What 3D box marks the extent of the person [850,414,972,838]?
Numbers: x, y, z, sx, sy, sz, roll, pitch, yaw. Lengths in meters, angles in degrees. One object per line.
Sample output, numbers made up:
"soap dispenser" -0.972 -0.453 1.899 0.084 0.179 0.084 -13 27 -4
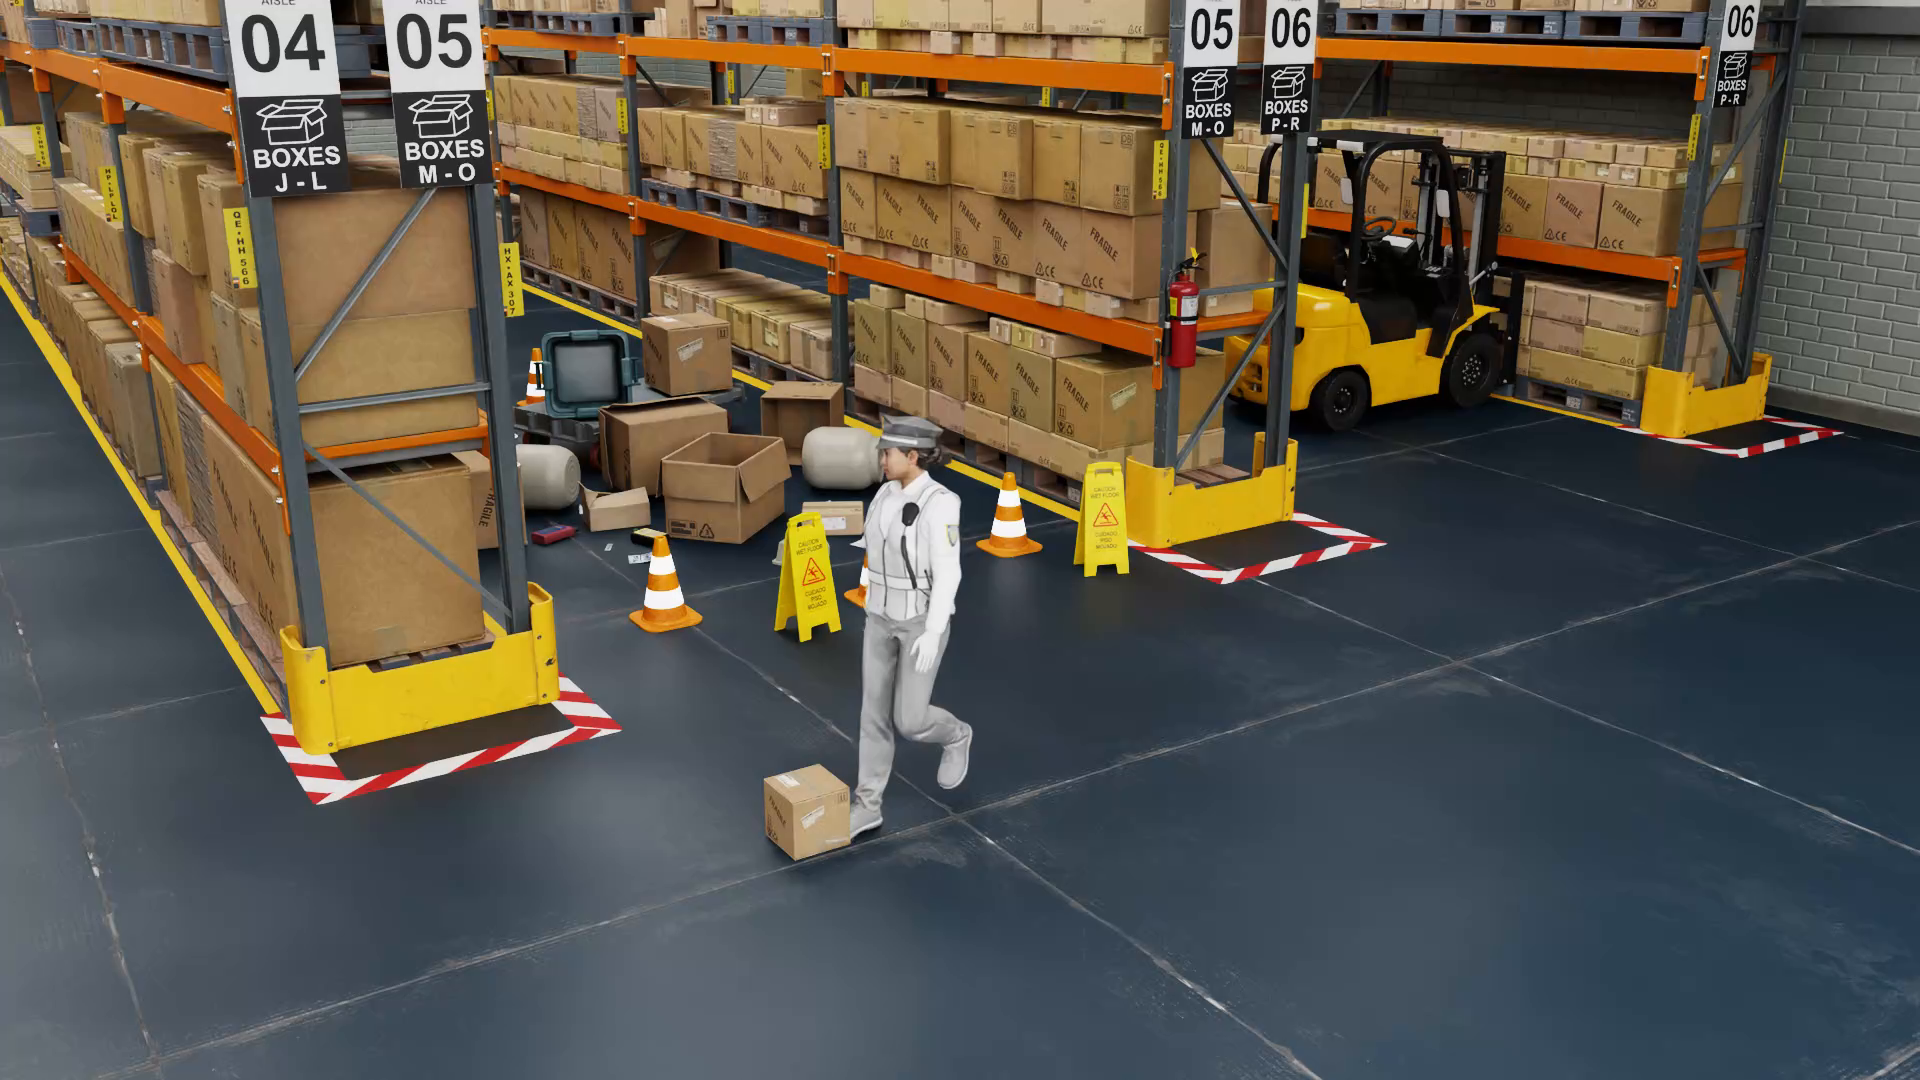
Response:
"person" -0.258 0.337 6.529 0.762 1.641 0.551 -17 25 -42
